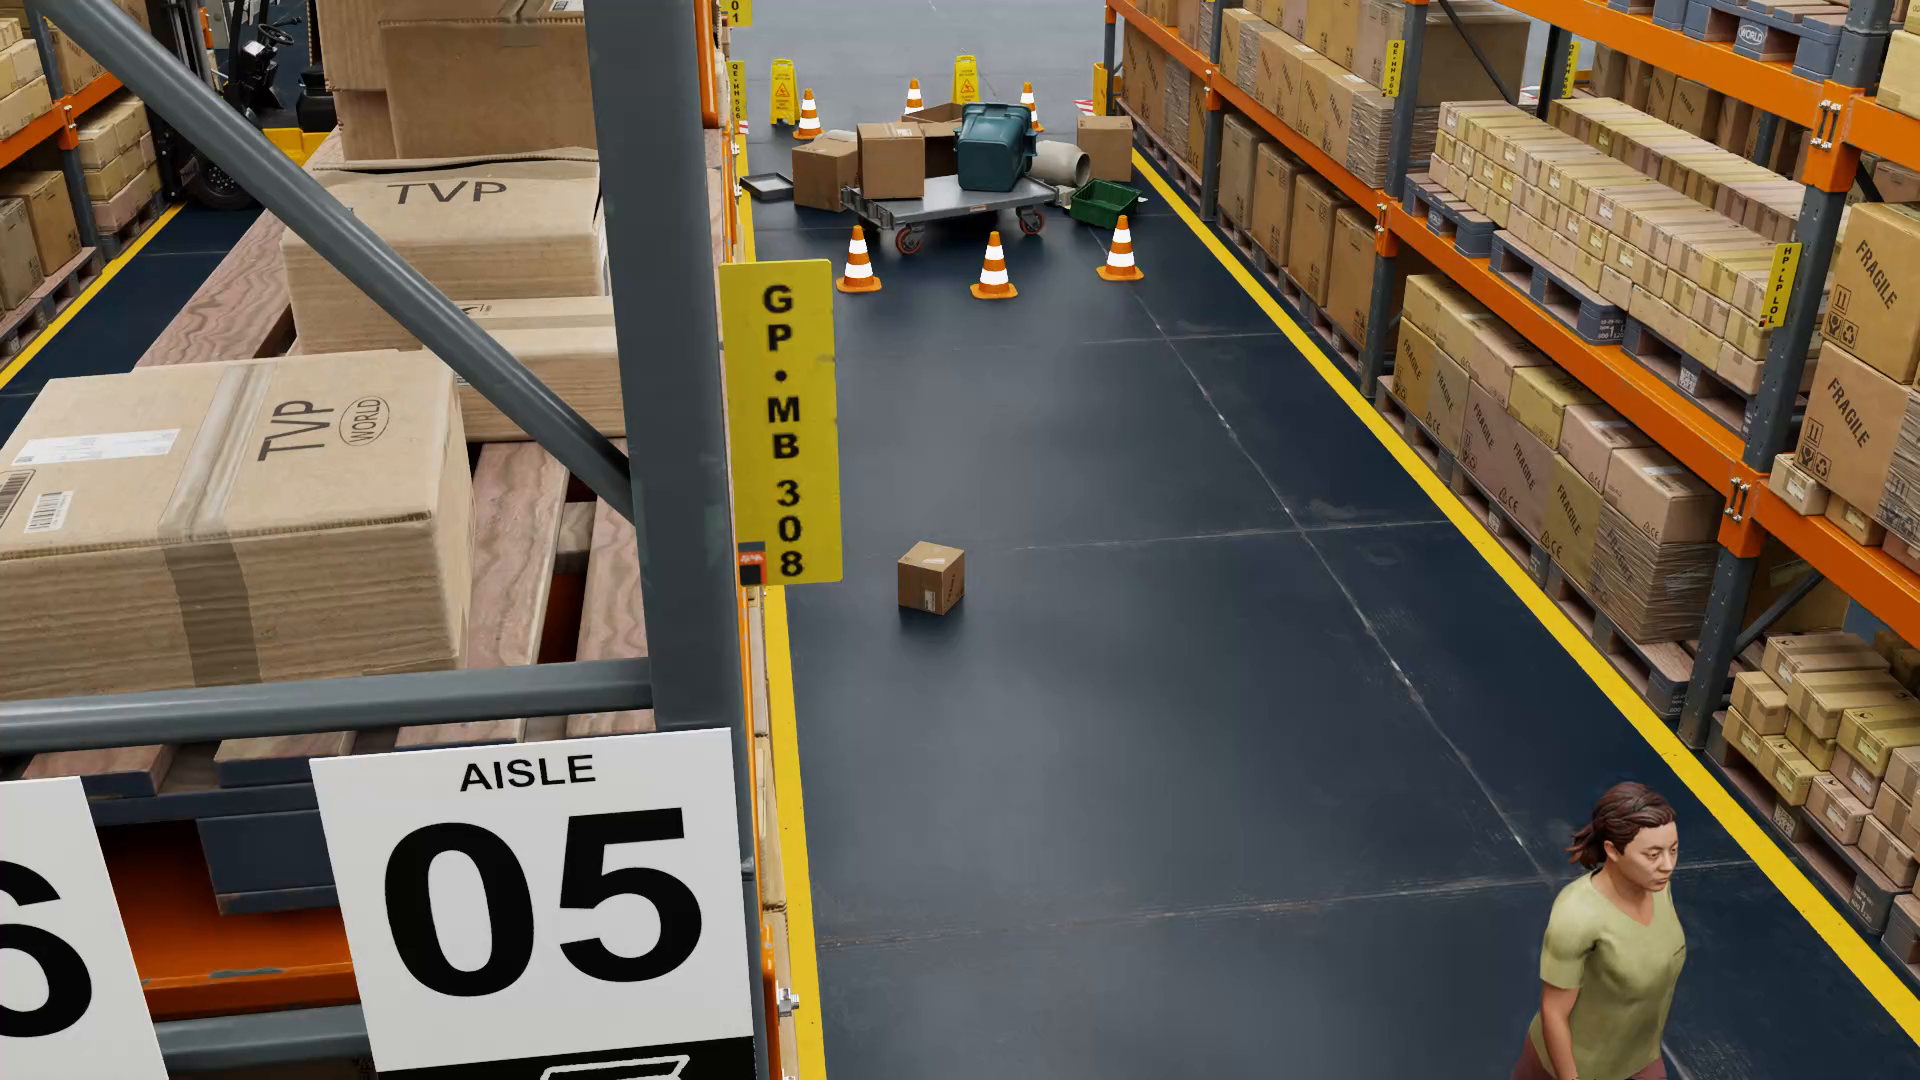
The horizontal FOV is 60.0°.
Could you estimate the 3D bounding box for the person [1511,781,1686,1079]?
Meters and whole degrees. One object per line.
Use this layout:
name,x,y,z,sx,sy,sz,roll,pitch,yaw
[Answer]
person,1.726,1.411,4.376,0.478,1.665,0.853,-14,30,-25
